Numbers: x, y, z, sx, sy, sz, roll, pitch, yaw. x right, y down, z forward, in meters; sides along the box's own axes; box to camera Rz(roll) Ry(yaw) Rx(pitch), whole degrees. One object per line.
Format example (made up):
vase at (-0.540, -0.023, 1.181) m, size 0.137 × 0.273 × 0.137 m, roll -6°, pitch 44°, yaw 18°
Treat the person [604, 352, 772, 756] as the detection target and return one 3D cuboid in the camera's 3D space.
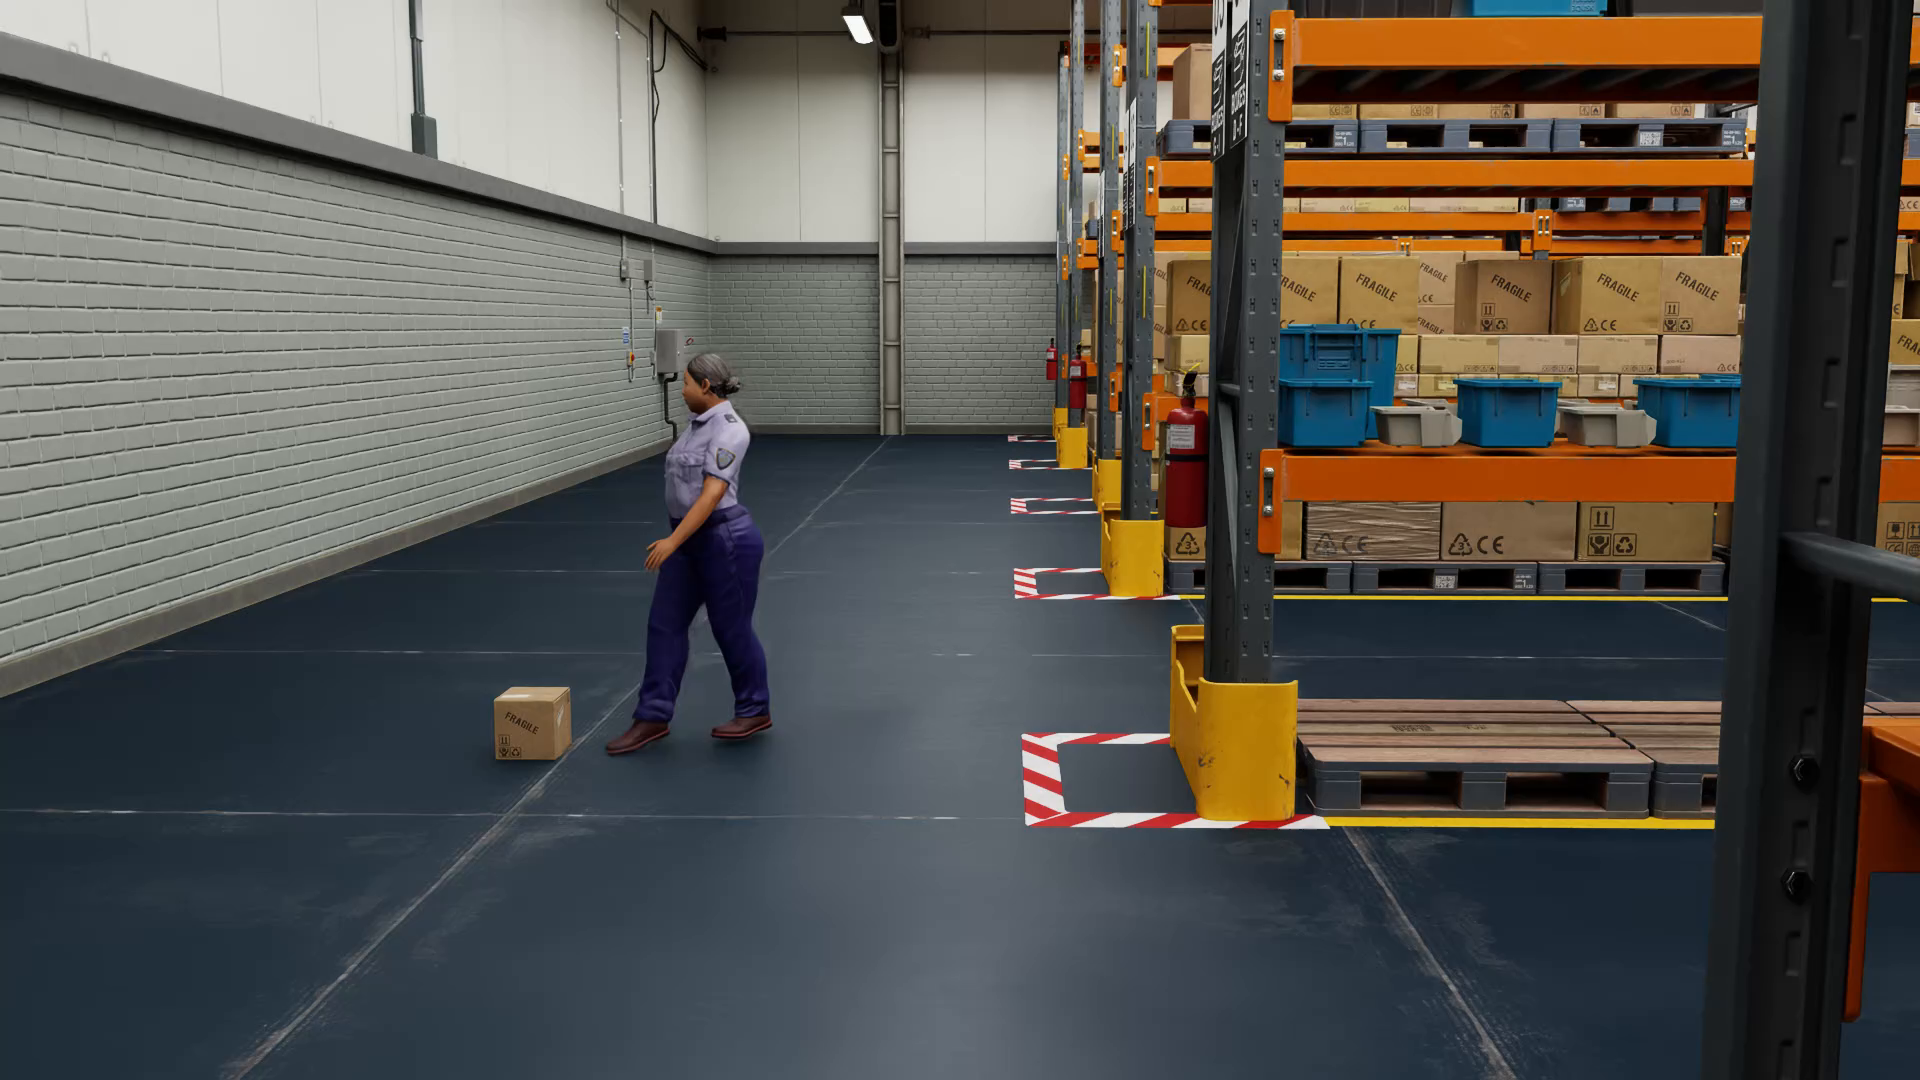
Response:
person at (-1.116, 0.052, 6.892) m, size 0.735 × 1.647 × 0.476 m, roll -6°, pitch 9°, yaw -39°
